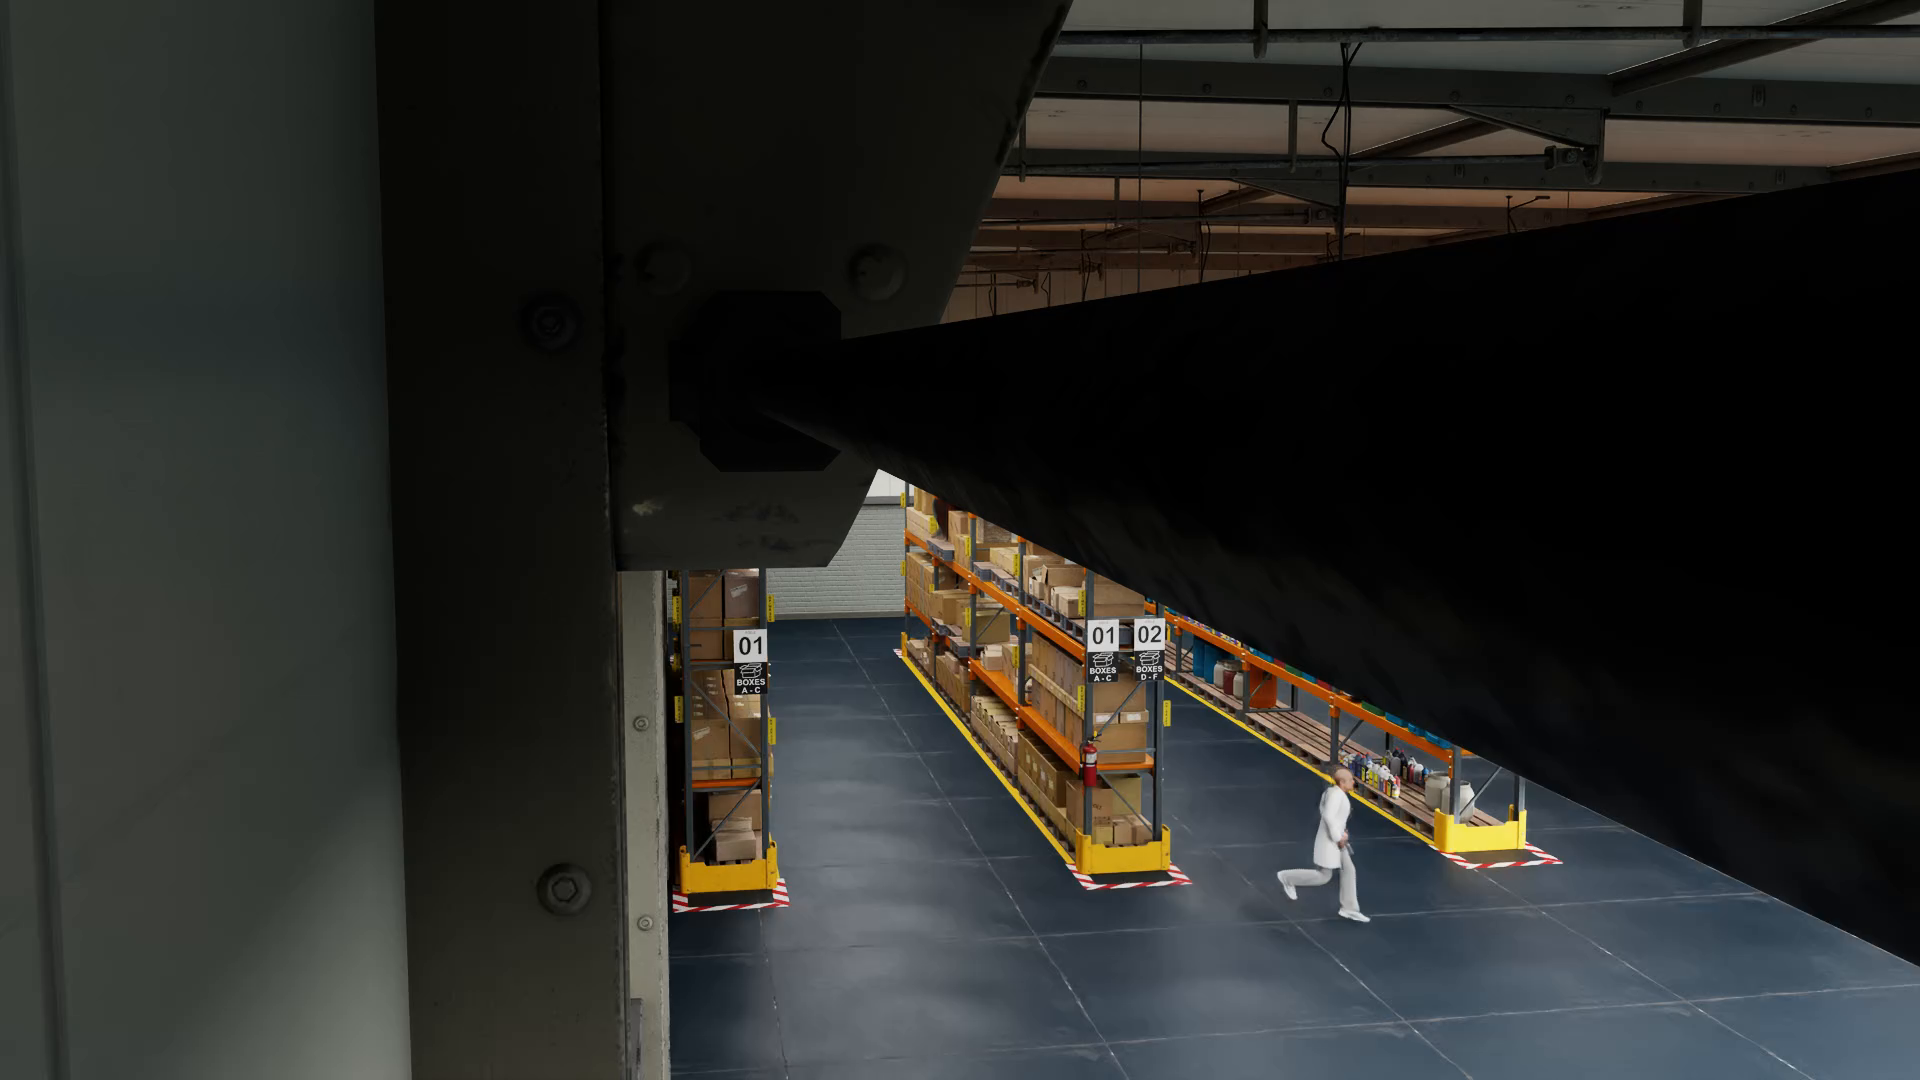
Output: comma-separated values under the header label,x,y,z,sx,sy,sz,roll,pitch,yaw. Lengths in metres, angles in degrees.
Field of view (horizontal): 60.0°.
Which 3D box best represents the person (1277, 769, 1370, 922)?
label,x,y,z,sx,sy,sz,roll,pitch,yaw
person,4.203,3.525,19.149,1.060,1.732,0.715,2,6,18
